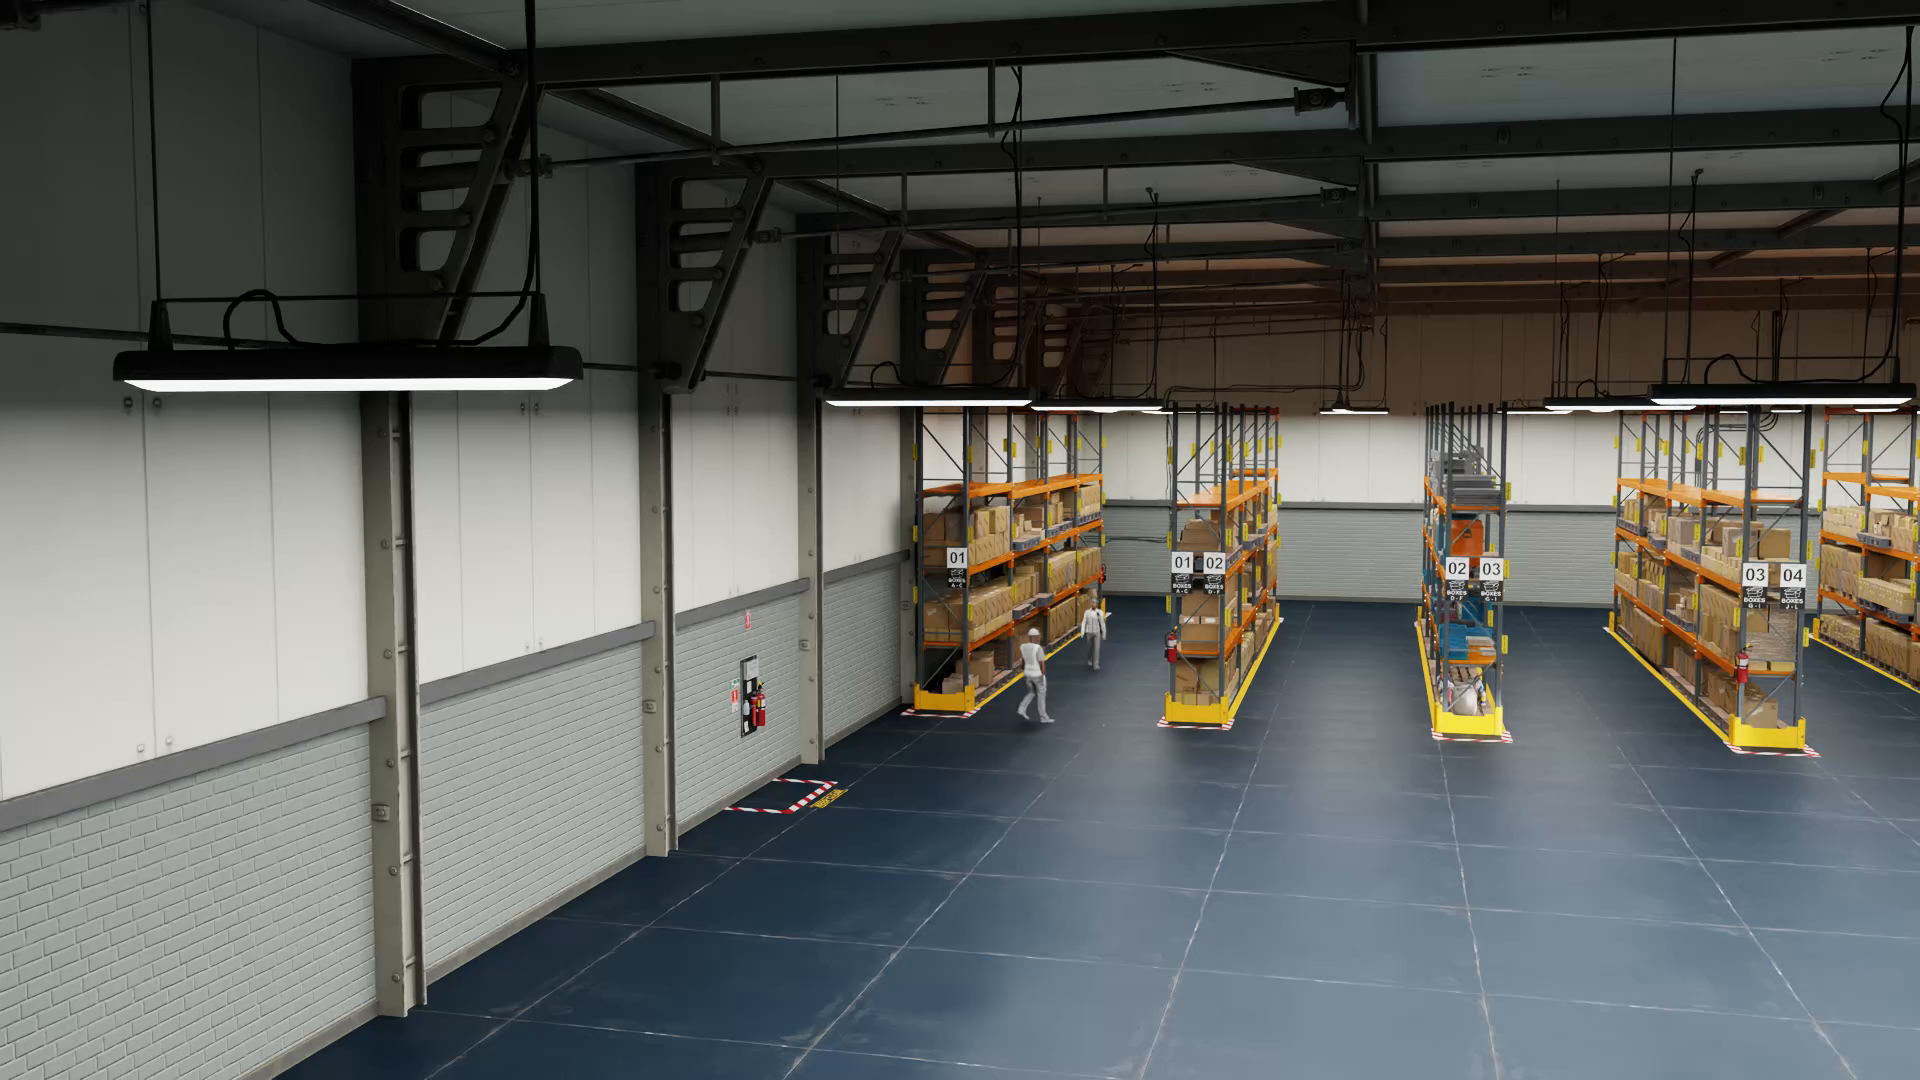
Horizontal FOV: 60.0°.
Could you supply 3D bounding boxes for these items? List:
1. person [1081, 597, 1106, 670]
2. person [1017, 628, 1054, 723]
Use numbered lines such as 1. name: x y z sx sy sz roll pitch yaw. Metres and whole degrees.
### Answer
1. person: 3.033 2.102 37.750 0.574 1.636 1.022 0 4 5
2. person: 1.428 2.545 31.197 0.610 1.782 0.568 4 6 45
